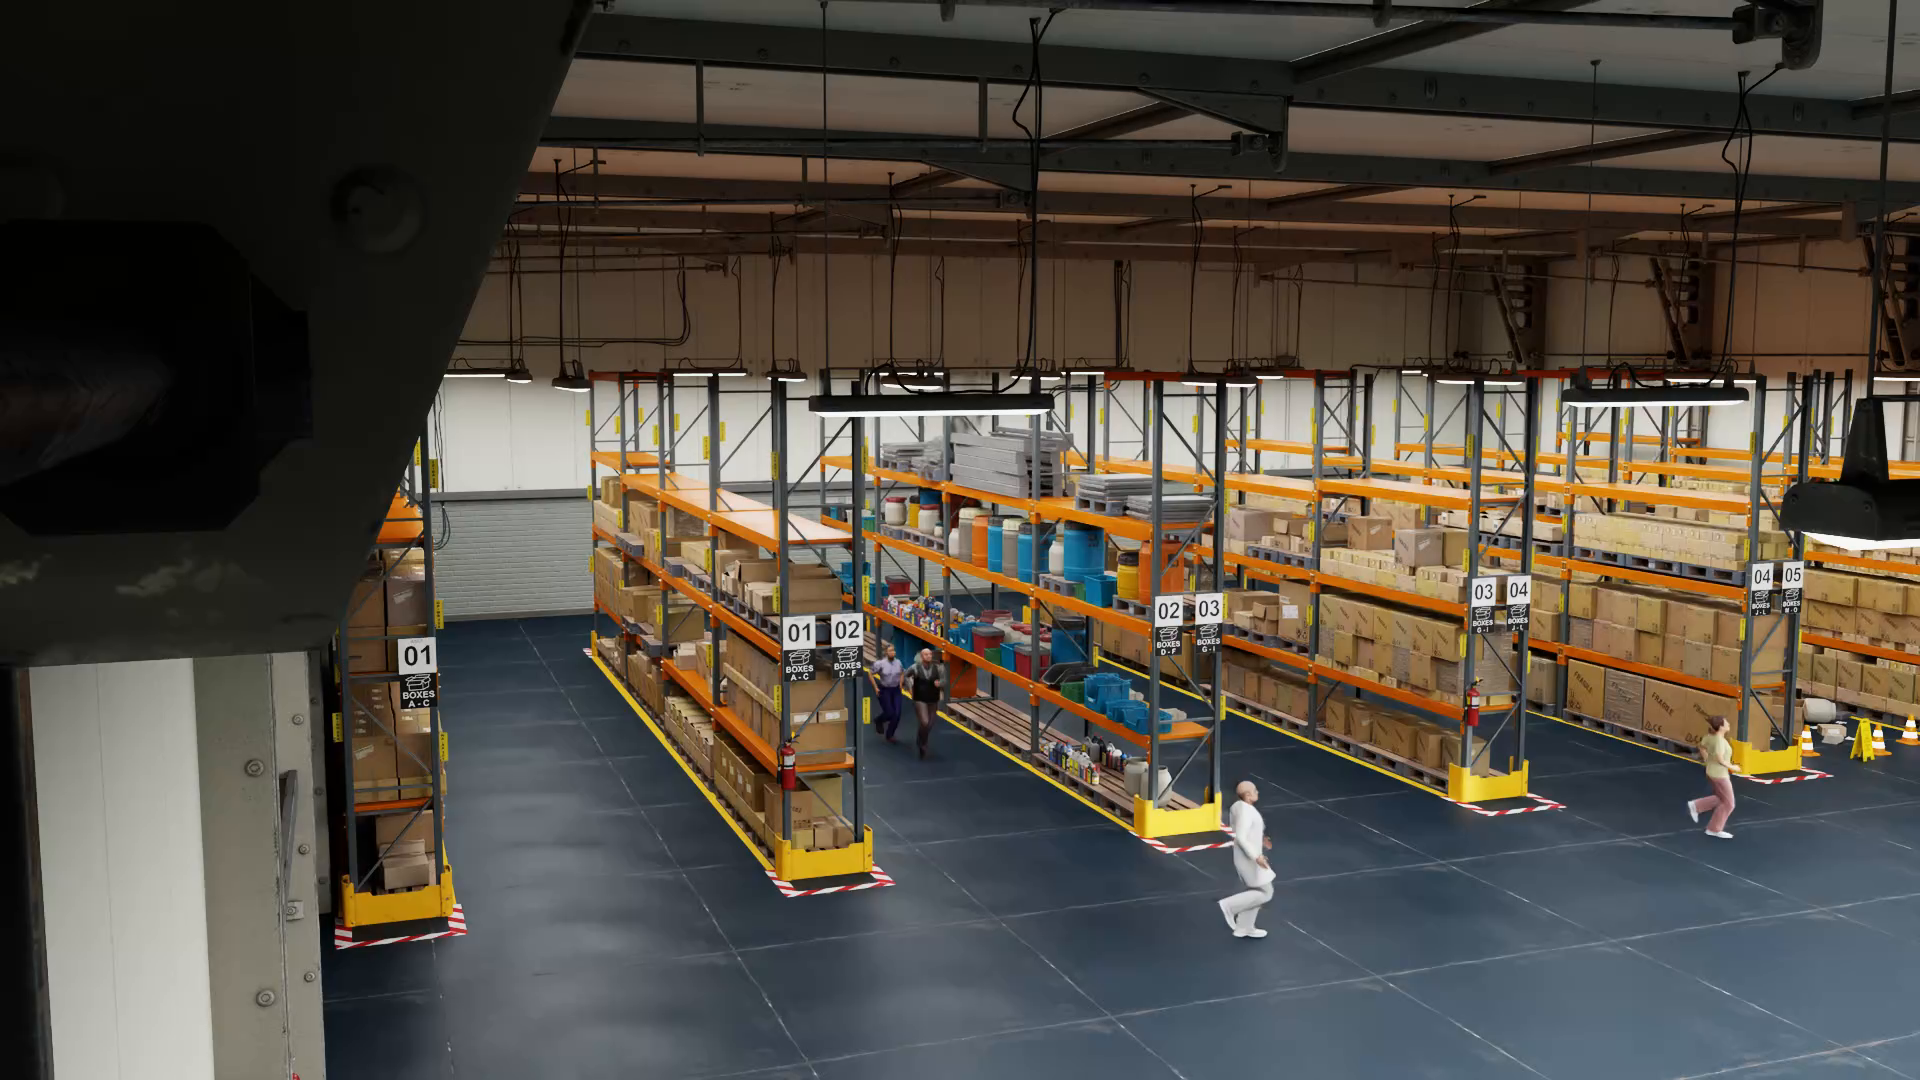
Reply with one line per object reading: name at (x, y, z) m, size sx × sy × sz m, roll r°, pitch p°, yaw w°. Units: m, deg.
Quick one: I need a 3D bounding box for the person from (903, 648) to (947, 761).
person at (-0.538, 2.573, 26.236) m, size 0.635 × 1.769 × 0.795 m, roll -2°, pitch 7°, yaw -21°

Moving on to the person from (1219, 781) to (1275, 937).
person at (3.109, 3.467, 18.044) m, size 0.637 × 1.732 × 0.710 m, roll 0°, pitch 6°, yaw -3°

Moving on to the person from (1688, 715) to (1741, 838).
person at (9.916, 3.097, 21.851) m, size 0.579 × 1.634 × 0.610 m, roll 1°, pitch 6°, yaw 8°

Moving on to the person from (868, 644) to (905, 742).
person at (-1.155, 2.545, 27.228) m, size 0.619 × 1.516 × 0.556 m, roll -4°, pitch 7°, yaw -31°
